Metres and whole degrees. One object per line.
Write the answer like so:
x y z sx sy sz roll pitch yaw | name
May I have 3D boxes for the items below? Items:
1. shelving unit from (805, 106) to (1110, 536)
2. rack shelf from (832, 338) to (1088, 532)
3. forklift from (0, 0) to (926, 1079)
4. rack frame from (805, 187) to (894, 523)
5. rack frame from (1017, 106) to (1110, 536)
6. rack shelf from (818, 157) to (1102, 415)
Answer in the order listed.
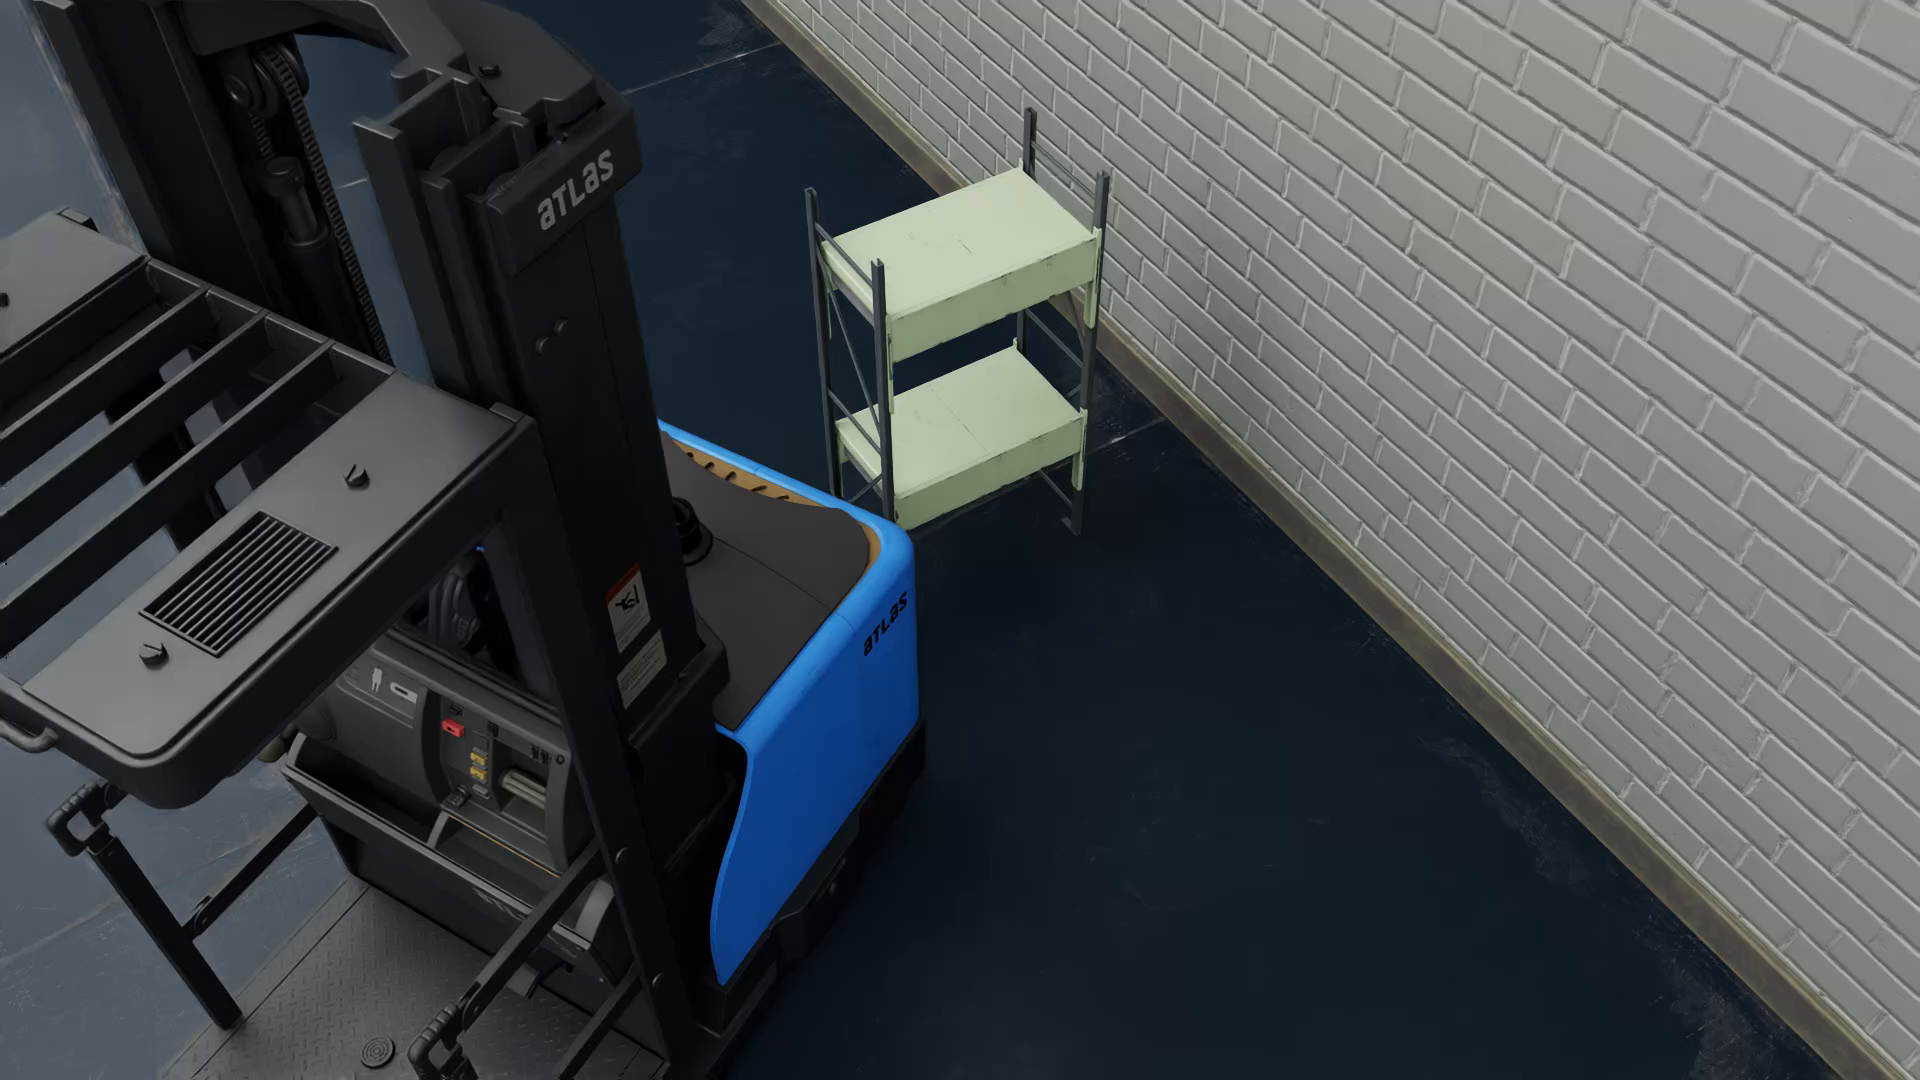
-0.006 -0.496 5.188 0.755 1.500 0.431 -25 53 -21 | shelving unit
-0.006 -0.279 5.431 0.720 0.370 0.431 -25 53 -21 | rack shelf
-1.282 0.488 3.353 1.130 2.935 3.031 24 52 20 | forklift
-0.315 -0.350 5.058 0.023 1.500 0.400 -25 53 -21 | rack frame
0.304 -0.642 5.317 0.023 1.500 0.400 -25 53 -21 | rack frame
-0.006 -0.756 4.896 0.720 0.370 0.431 -25 53 -21 | rack shelf
